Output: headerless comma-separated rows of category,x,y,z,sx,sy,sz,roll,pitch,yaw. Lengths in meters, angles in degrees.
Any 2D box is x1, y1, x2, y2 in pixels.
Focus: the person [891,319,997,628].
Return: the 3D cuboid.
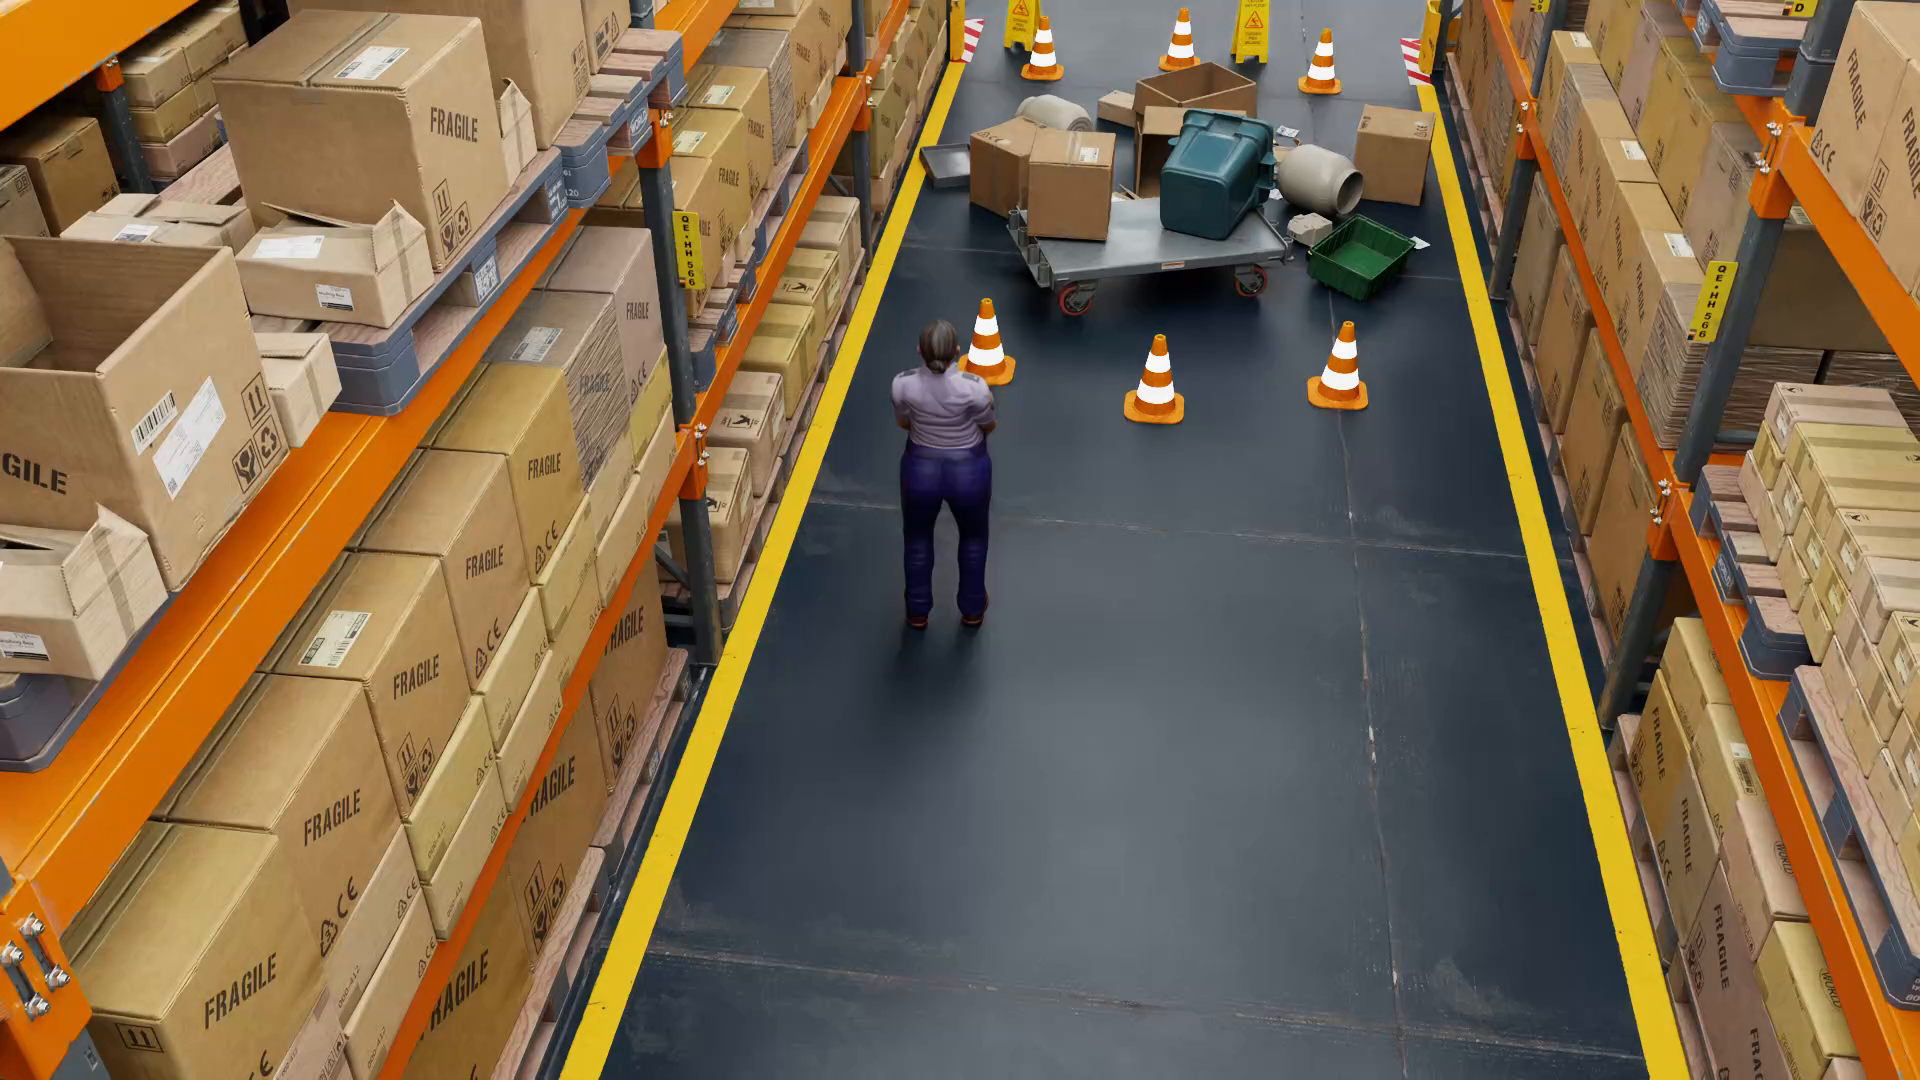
person,-0.061,-0.333,7.513,0.453,1.636,0.524,4,37,5
